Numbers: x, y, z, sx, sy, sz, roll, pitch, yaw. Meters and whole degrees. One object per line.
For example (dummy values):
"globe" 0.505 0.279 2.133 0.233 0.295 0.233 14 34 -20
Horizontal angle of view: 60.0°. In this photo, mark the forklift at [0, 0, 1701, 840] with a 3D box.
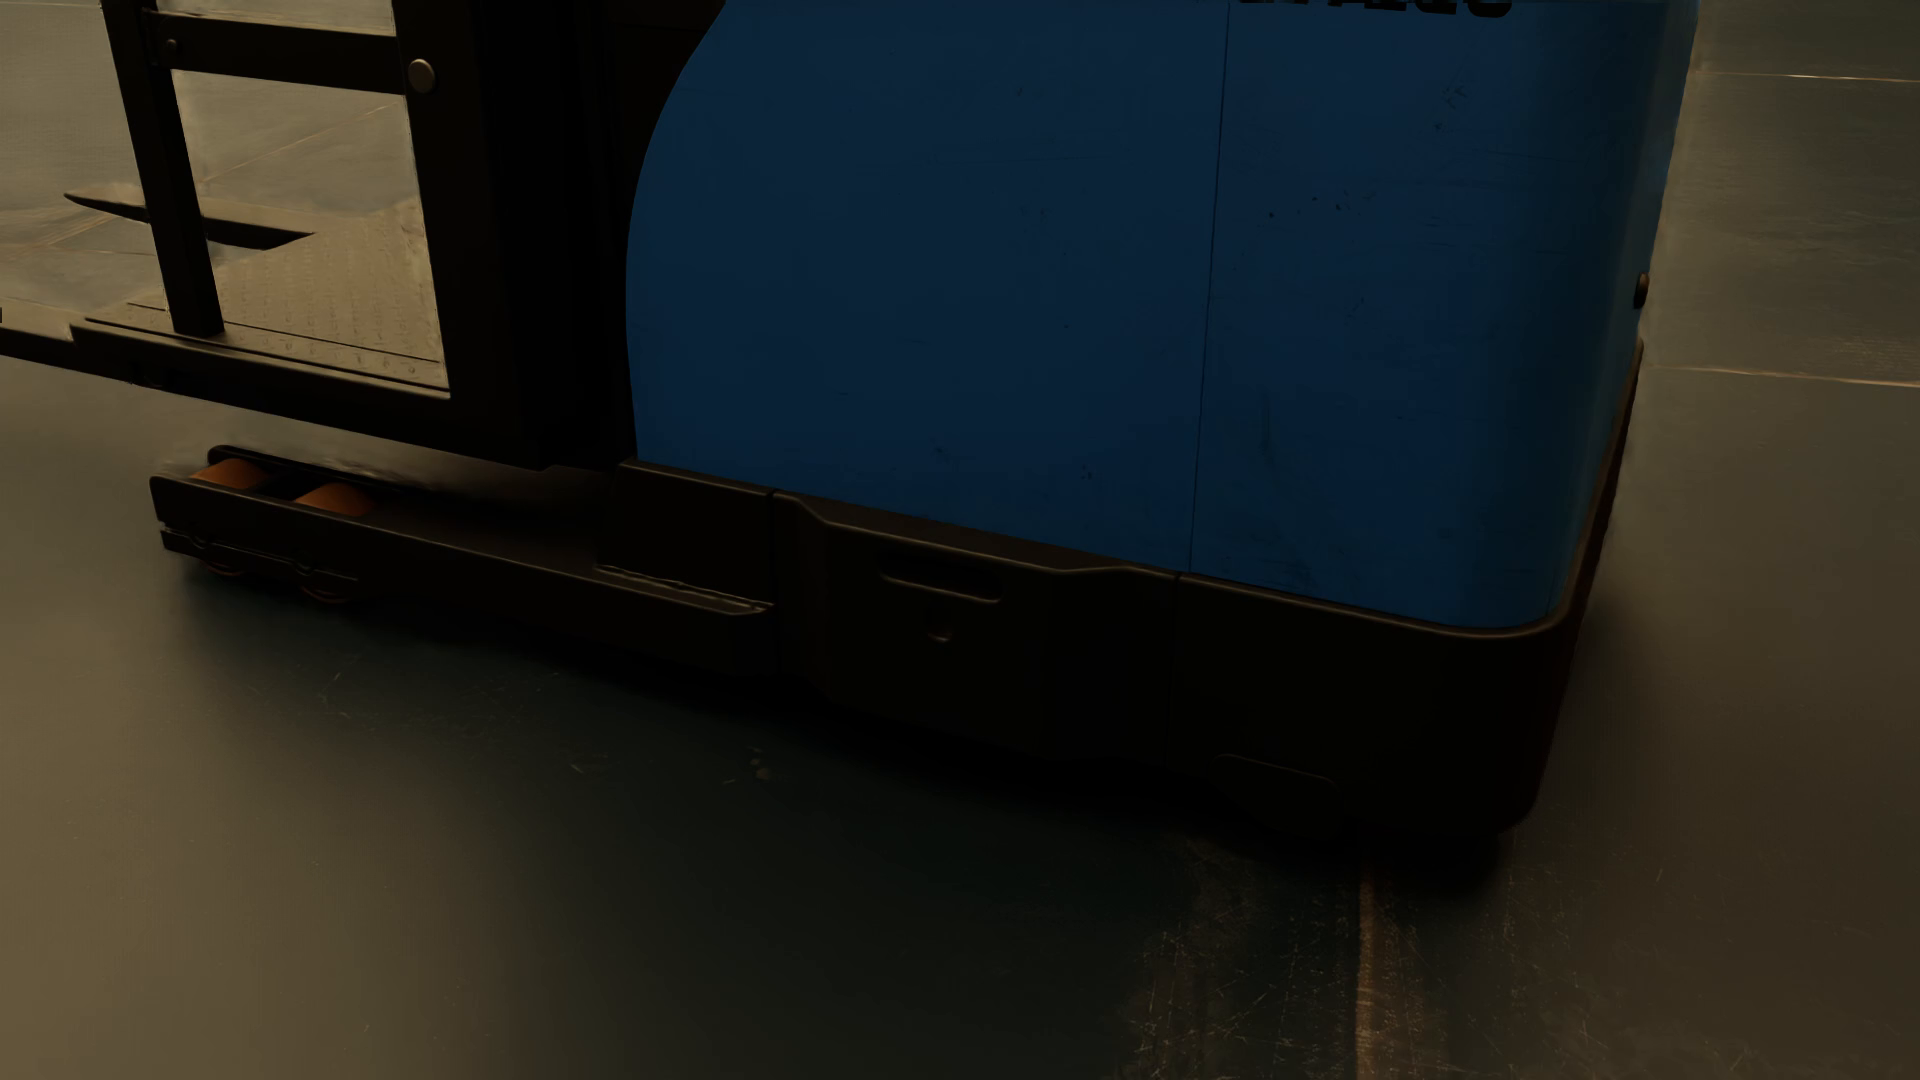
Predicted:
"forklift" -0.583 -1.421 2.062 3.031 2.935 1.130 12 29 22
